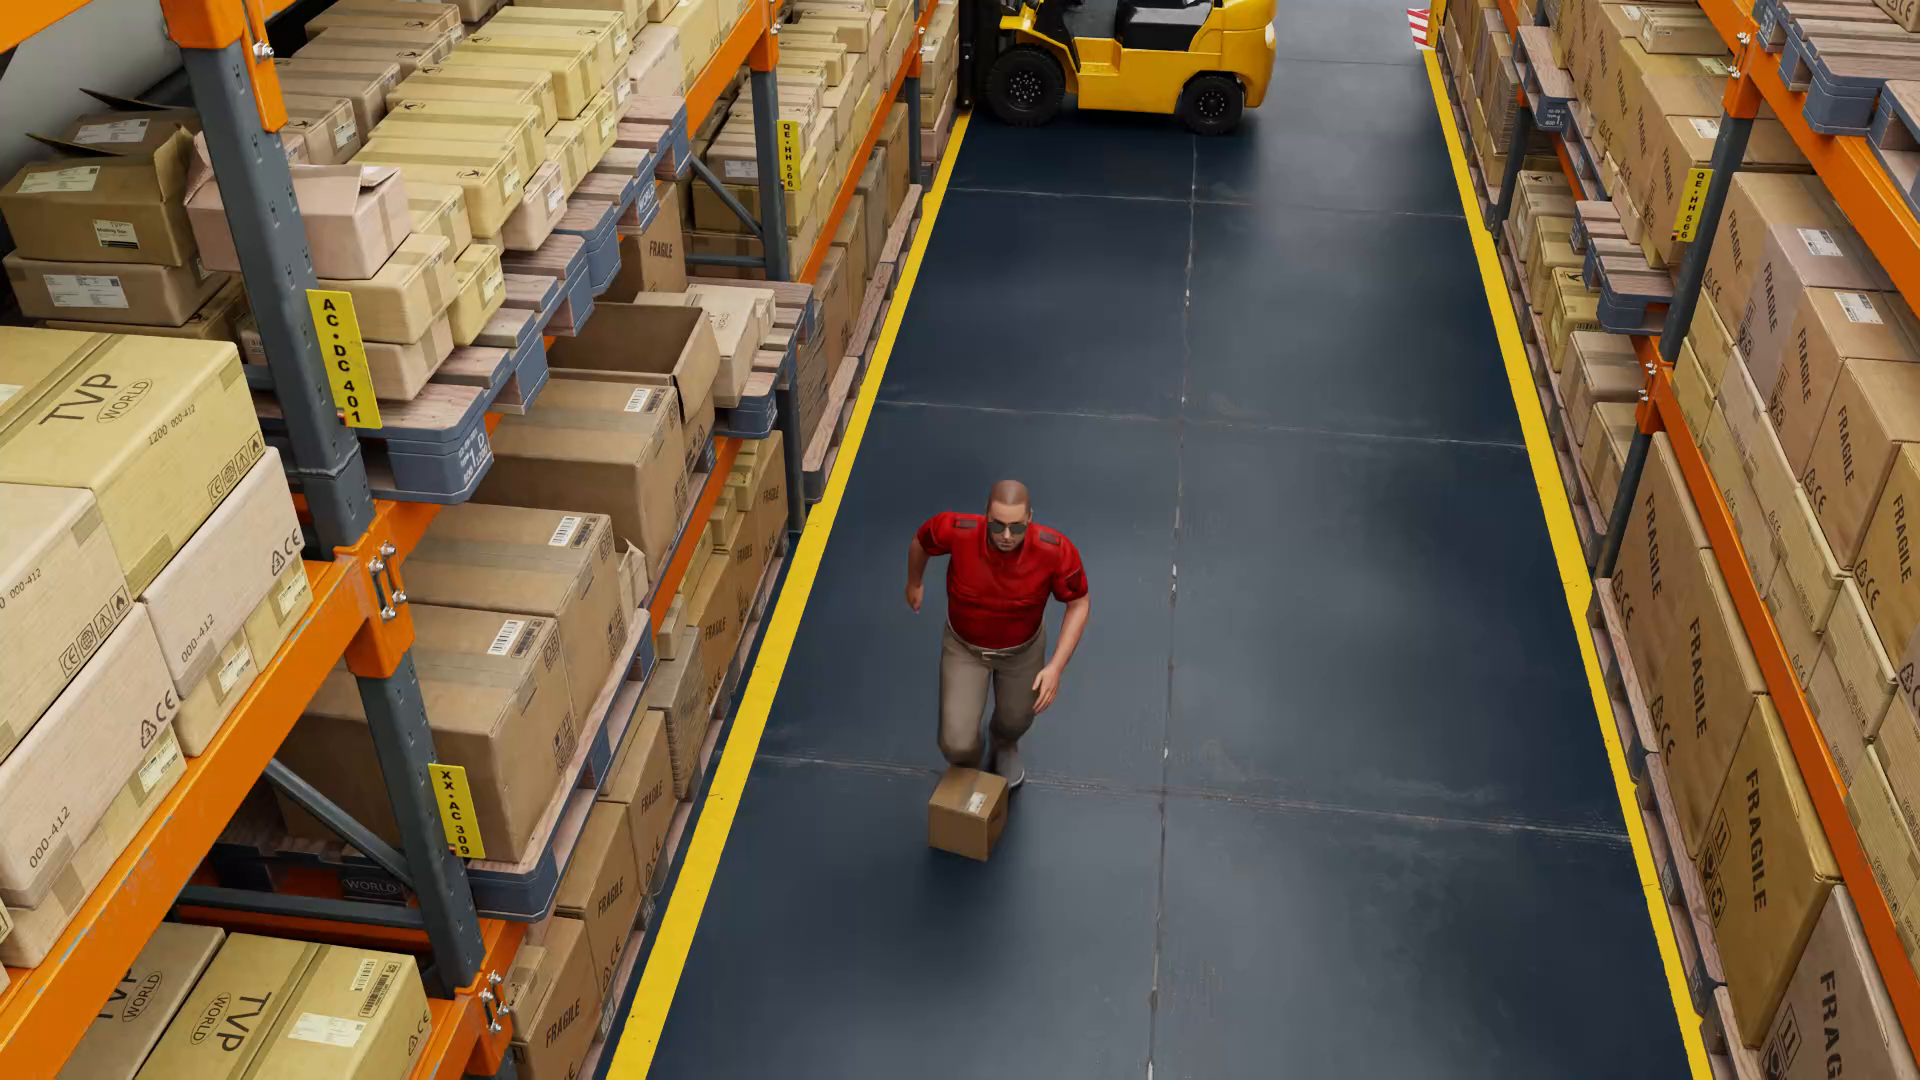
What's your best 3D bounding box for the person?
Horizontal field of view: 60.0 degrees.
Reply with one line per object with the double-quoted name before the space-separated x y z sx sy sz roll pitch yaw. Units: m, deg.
"person" 0.139 0.436 6.517 0.714 1.688 0.745 0 36 0
